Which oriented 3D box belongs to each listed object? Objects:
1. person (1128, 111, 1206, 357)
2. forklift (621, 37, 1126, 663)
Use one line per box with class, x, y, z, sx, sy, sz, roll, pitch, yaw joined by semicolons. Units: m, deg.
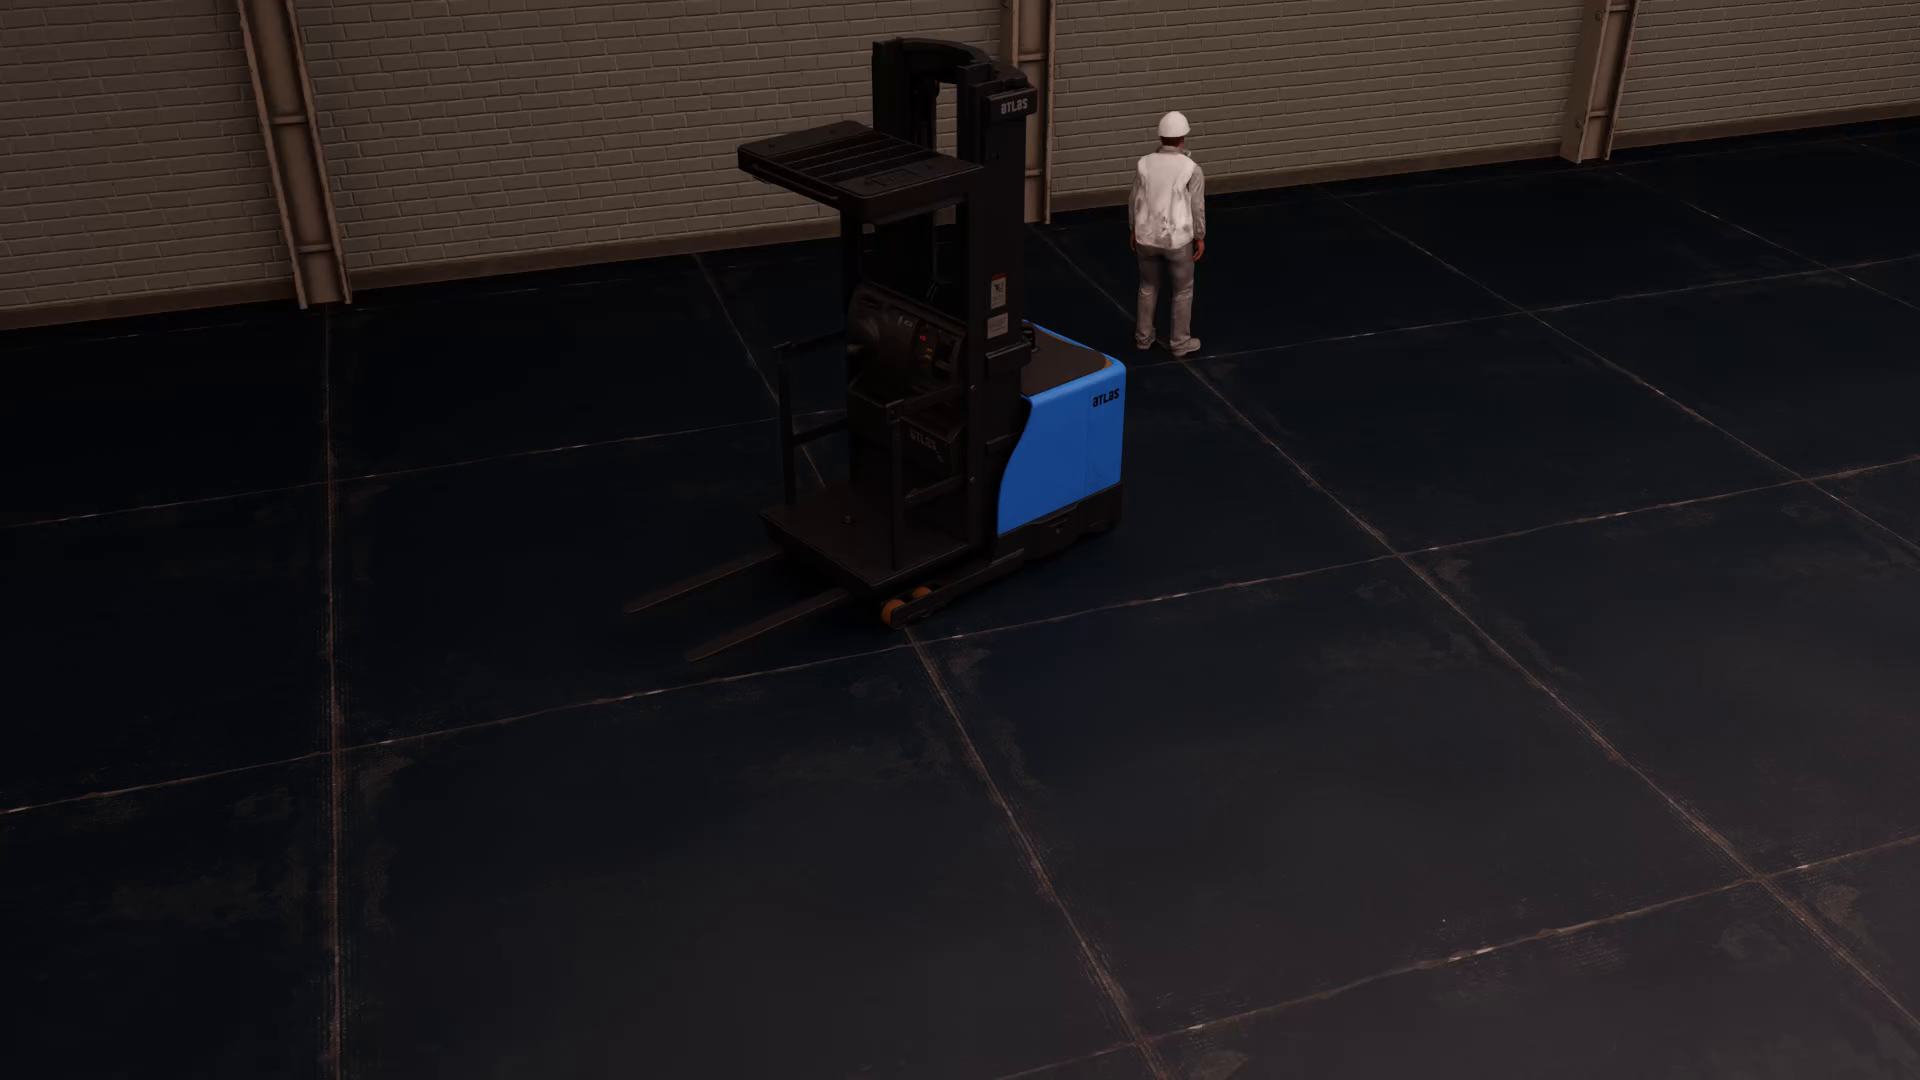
person;1.504;-2.217;12.107;0.579;1.769;0.467;14;33;23
forklift;-0.461;-1.072;8.951;3.031;2.935;1.130;-23;37;-34
